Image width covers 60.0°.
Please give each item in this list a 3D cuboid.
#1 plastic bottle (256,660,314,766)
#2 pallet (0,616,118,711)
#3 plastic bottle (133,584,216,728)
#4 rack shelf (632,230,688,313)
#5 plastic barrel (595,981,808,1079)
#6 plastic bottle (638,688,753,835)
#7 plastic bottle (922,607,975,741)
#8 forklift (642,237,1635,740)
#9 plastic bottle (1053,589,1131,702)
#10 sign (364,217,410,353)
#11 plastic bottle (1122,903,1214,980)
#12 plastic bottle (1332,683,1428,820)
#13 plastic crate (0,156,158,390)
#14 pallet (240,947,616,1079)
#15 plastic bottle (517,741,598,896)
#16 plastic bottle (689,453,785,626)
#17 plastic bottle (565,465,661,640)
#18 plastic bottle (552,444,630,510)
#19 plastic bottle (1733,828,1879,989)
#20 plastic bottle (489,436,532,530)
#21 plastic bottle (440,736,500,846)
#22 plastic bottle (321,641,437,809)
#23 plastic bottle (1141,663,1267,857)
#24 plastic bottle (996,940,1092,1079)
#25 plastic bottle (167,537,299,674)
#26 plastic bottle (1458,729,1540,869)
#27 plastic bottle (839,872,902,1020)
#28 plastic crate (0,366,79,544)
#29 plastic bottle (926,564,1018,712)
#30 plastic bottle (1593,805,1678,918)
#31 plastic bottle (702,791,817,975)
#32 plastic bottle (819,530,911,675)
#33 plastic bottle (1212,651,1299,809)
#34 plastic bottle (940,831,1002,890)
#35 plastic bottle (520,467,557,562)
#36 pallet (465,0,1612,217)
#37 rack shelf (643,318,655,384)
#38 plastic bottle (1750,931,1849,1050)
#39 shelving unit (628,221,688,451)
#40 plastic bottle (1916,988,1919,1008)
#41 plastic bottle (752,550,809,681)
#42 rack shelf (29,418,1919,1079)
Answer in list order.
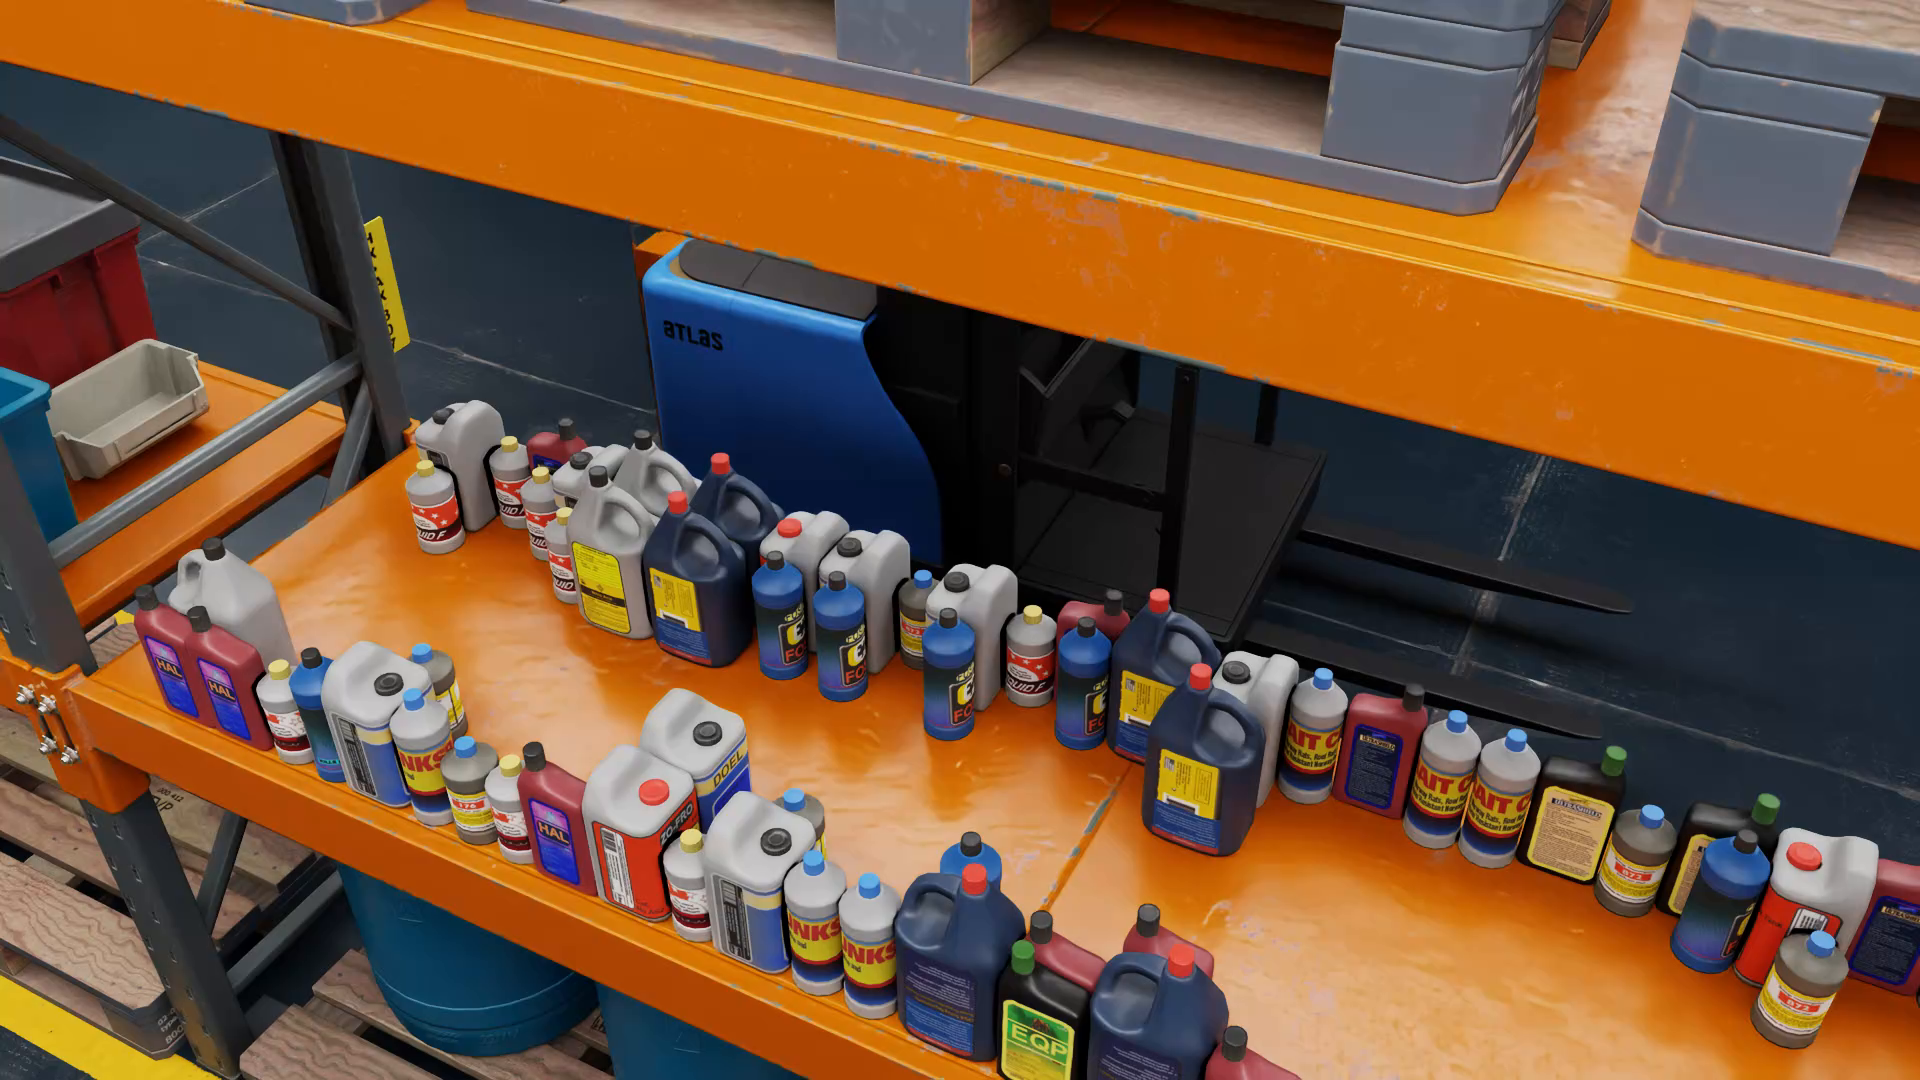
[{"bbox_3d":[-1.218,0.305,3.032,0.097,0.201,0.097,0,37,0],"label":"plastic bottle"},{"bbox_3d":[-3.335,0.424,5.017,1.213,0.211,1.003,17,41,21],"label":"pallet"},{"bbox_3d":[-1.447,0.213,3.085,0.133,0.283,0.061,17,41,21],"label":"plastic bottle"},{"bbox_3d":[-0.933,-0.904,5.617,0.240,0.259,0.215,15,40,21],"label":"rack shelf"},{"bbox_3d":[-0.472,0.861,3.523,0.708,0.901,0.600,17,41,21],"label":"plastic barrel"},{"bbox_3d":[-0.449,0.394,2.853,0.135,0.276,0.152,17,41,21],"label":"plastic bottle"},{"bbox_3d":[-0.021,0.239,3.061,0.097,0.271,0.097,0,37,0],"label":"plastic bottle"},{"bbox_3d":[0.570,-1.005,4.650,3.031,2.935,1.130,16,40,20],"label":"forklift"},{"bbox_3d":[0.246,0.201,3.100,0.133,0.283,0.061,17,41,21],"label":"plastic bottle"},{"bbox_3d":[-1.322,-0.570,3.791,0.005,0.325,0.100,17,41,21],"label":"sign"},{"bbox_3d":[0.307,0.664,2.491,0.133,0.283,0.061,17,41,21],"label":"plastic bottle"},{"bbox_3d":[0.735,0.354,2.899,0.133,0.283,0.061,17,41,21],"label":"plastic bottle"},{"bbox_3d":[-2.254,-0.597,3.953,0.583,0.464,0.402,17,41,21],"label":"plastic crate"},{"bbox_3d":[-0.910,1.183,4.017,1.213,0.211,1.003,17,41,21],"label":"pallet"},{"bbox_3d":[-0.658,0.460,2.760,0.133,0.283,0.061,17,41,21],"label":"plastic bottle"},{"bbox_3d":[-0.446,-0.014,3.328,0.185,0.351,0.144,17,41,21],"label":"plastic bottle"},{"bbox_3d":[-0.676,0.012,3.294,0.185,0.351,0.144,17,41,21],"label":"plastic bottle"},{"bbox_3d":[-0.753,-0.078,3.474,0.135,0.276,0.152,17,41,21],"label":"plastic bottle"},{"bbox_3d":[1.329,0.575,2.615,0.135,0.276,0.152,17,41,21],"label":"plastic bottle"},{"bbox_3d":[-0.962,-0.132,3.607,0.097,0.201,0.097,0,37,0],"label":"plastic bottle"},{"bbox_3d":[-0.839,0.424,2.875,0.097,0.201,0.097,0,37,0],"label":"plastic bottle"},{"bbox_3d":[-1.016,0.320,2.950,0.135,0.276,0.152,17,41,21],"label":"plastic bottle"},{"bbox_3d":[0.418,0.360,2.835,0.185,0.351,0.144,17,41,21],"label":"plastic bottle"},{"bbox_3d":[0.123,0.704,2.438,0.133,0.283,0.061,17,41,21],"label":"plastic bottle"},{"bbox_3d":[-1.377,0.138,3.128,0.185,0.351,0.144,17,41,21],"label":"plastic bottle"},{"bbox_3d":[0.915,0.428,2.811,0.097,0.271,0.097,0,37,0],"label":"plastic bottle"},{"bbox_3d":[-0.136,0.616,2.564,0.097,0.271,0.097,0,37,0],"label":"plastic bottle"},{"bbox_3d":[-2.148,-0.129,3.402,0.575,0.384,0.392,17,41,21],"label":"plastic crate"},{"bbox_3d":[0.020,0.165,3.155,0.135,0.276,0.152,17,41,21],"label":"plastic bottle"},{"bbox_3d":[1.120,0.520,2.748,0.097,0.201,0.097,0,37,0],"label":"plastic bottle"},{"bbox_3d":[-0.313,0.540,2.660,0.135,0.276,0.152,17,41,21],"label":"plastic bottle"},{"bbox_3d":[-0.186,0.100,3.240,0.135,0.276,0.152,17,41,21],"label":"plastic bottle"},{"bbox_3d":[0.508,0.318,2.953,0.135,0.276,0.152,17,41,21],"label":"plastic bottle"},{"bbox_3d":[0.017,0.566,2.630,0.097,0.271,0.097,0,37,0],"label":"plastic bottle"},{"bbox_3d":[-0.872,-0.062,3.515,0.097,0.201,0.097,0,37,0],"label":"plastic bottle"},{"bbox_3d":[0.173,-0.805,2.005,1.213,0.211,1.003,17,41,21],"label":"pallet"},{"bbox_3d":[-0.928,-0.677,5.787,0.240,0.259,0.215,15,40,21],"label":"rack shelf"},{"bbox_3d":[1.288,0.676,2.542,0.097,0.201,0.097,0,37,0],"label":"plastic bottle"},{"bbox_3d":[-0.928,-0.685,5.780,0.252,1.050,0.215,15,40,21],"label":"shelving unit"},{"bbox_3d":[1.563,0.659,2.565,0.097,0.201,0.097,0,37,0],"label":"plastic bottle"},{"bbox_3d":[-0.346,0.137,3.195,0.097,0.271,0.097,0,37,0],"label":"plastic bottle"},{"bbox_3d":[0.199,0.678,2.971,4.000,0.370,1.077,17,41,21],"label":"rack shelf"}]
